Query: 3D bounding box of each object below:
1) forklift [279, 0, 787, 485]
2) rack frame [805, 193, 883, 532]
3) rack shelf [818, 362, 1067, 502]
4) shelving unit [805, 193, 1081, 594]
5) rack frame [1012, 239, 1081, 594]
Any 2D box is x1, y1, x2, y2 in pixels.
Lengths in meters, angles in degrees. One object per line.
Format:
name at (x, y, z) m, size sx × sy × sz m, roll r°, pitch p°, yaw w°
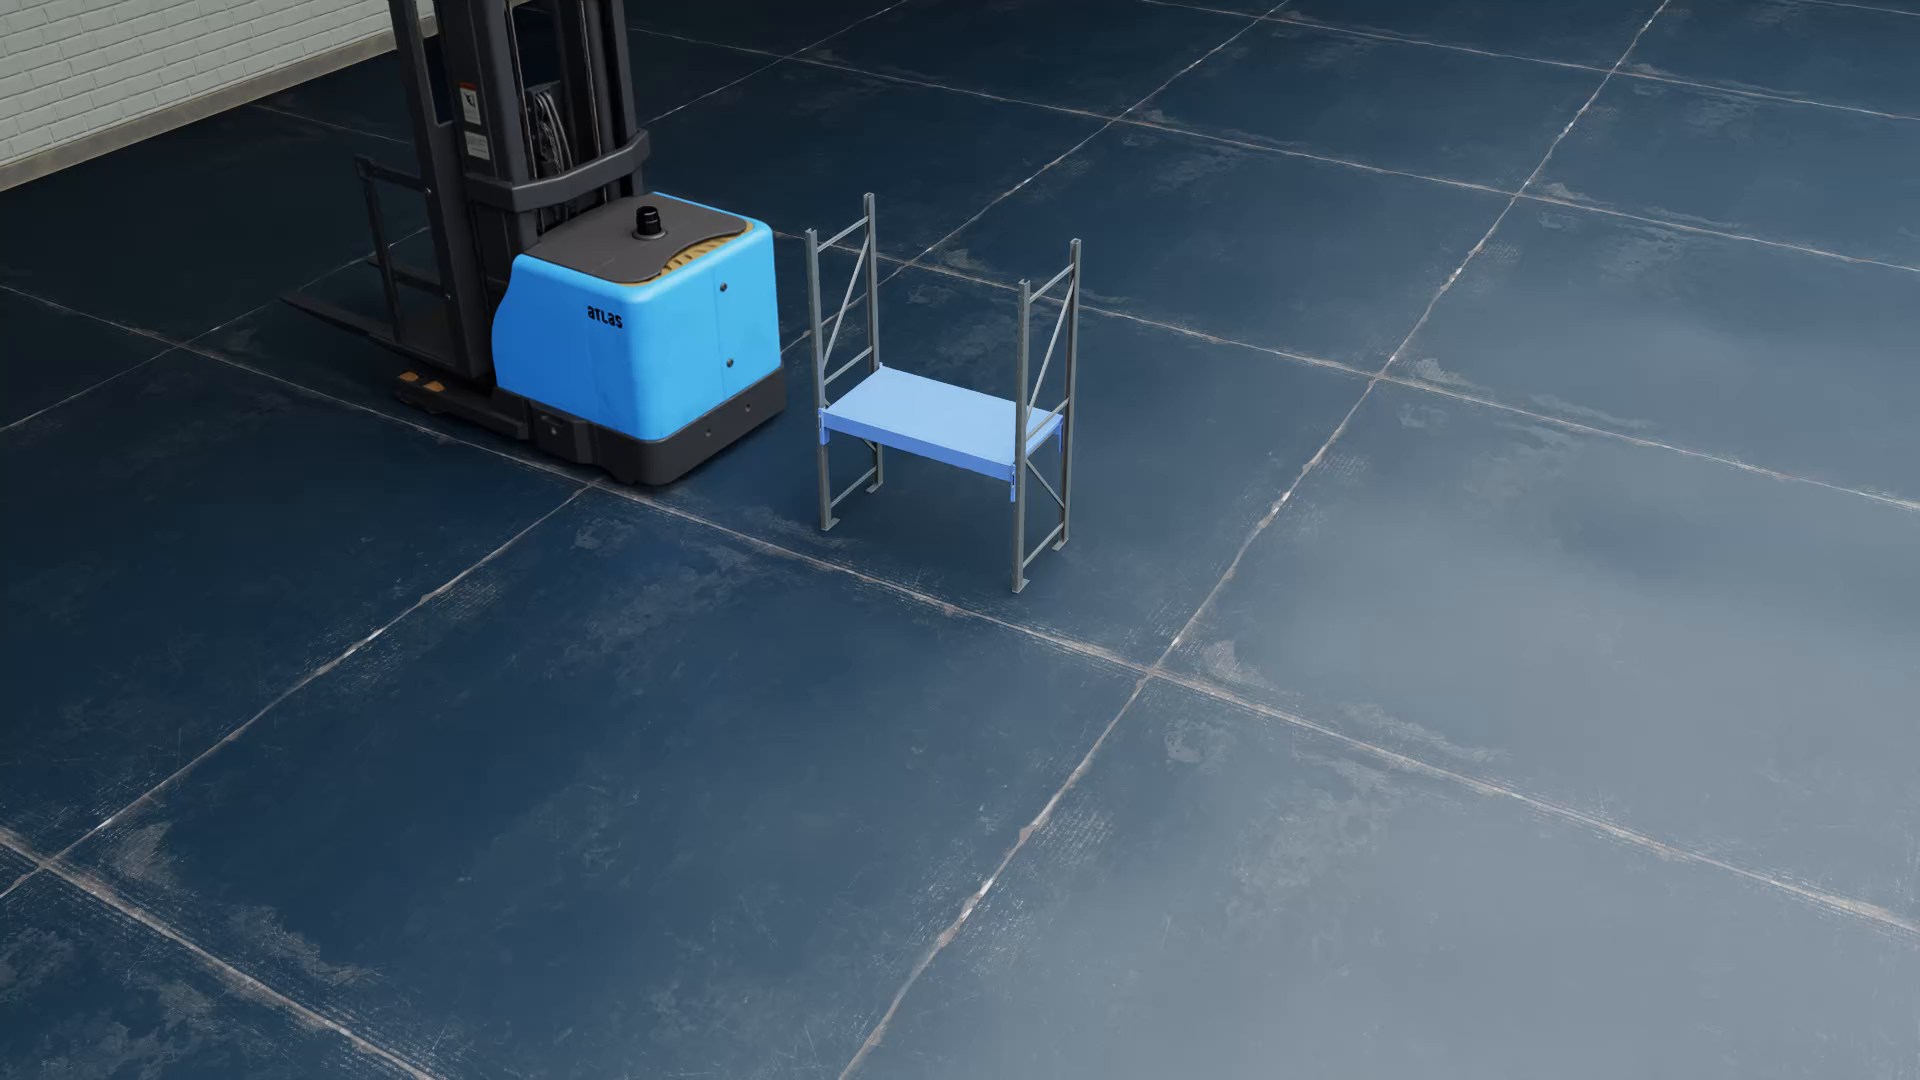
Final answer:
forklift at (-2.416, -2.107, 8.269) m, size 3.031 × 2.935 × 1.130 m, roll 20°, pitch 39°, yaw 27°
rack frame at (-0.515, -0.788, 7.579) m, size 0.032 × 1.500 × 0.500 m, roll 18°, pitch 37°, yaw 24°
rack shelf at (-0.074, -0.498, 7.469) m, size 1.000 × 0.185 × 0.538 m, roll 18°, pitch 37°, yaw 24°
shelving unit at (-0.074, -0.648, 7.370) m, size 1.048 × 1.500 × 0.538 m, roll 18°, pitch 37°, yaw 24°
rack frame at (0.367, -0.508, 7.160) m, size 0.032 × 1.500 × 0.500 m, roll 18°, pitch 37°, yaw 24°
